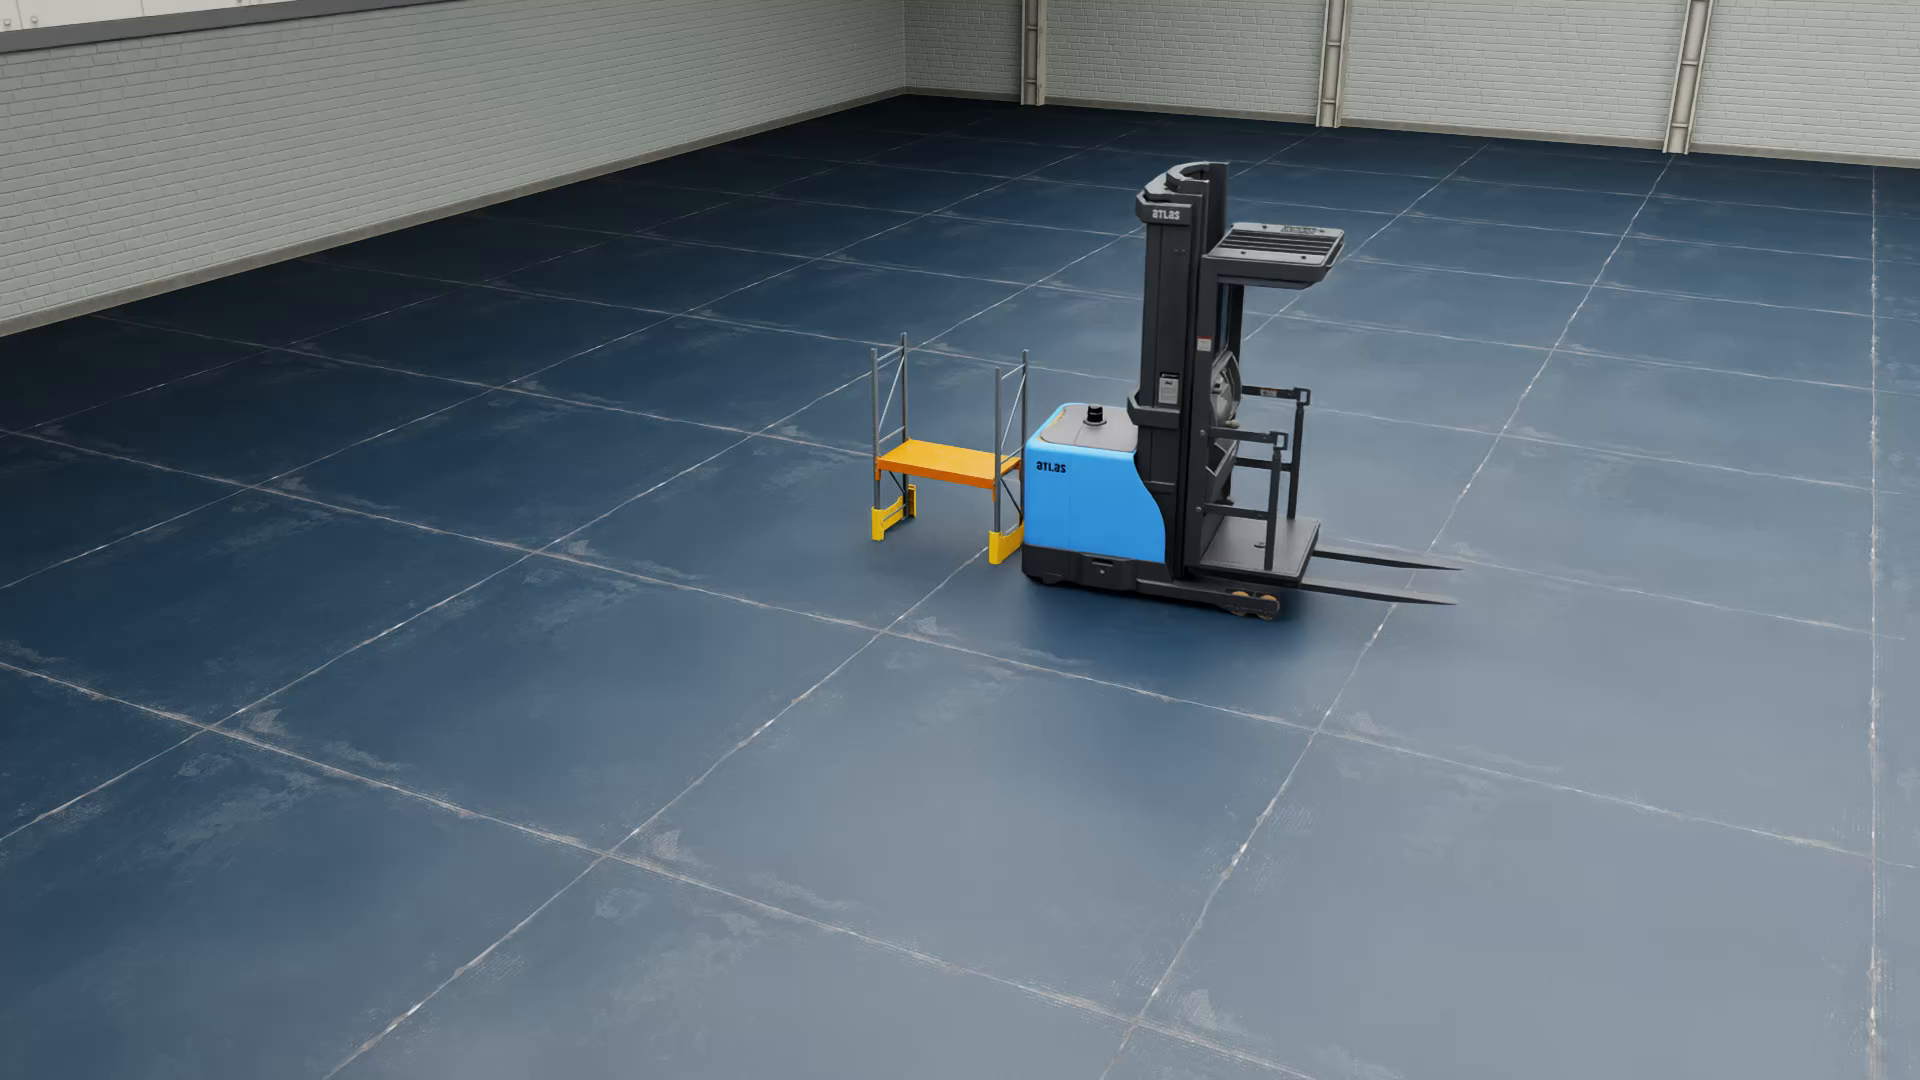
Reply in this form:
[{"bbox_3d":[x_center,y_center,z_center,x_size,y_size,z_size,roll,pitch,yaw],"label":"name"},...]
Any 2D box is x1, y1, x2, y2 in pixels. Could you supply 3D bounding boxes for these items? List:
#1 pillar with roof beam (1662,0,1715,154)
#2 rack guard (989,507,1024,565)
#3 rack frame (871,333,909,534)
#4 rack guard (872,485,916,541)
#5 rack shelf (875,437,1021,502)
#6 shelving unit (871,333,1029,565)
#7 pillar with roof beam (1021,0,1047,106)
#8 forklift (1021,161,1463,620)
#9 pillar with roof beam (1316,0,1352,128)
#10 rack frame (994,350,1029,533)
[{"bbox_3d":[10.221,-9.233,22.961,0.400,9.000,9.100,11,25,25],"label":"pillar with roof beam"},{"bbox_3d":[0.376,-0.041,12.526,0.087,0.250,0.587,11,25,25],"label":"rack guard"},{"bbox_3d":[-0.530,-0.795,12.703,0.032,1.500,0.500,11,25,25],"label":"rack frame"},{"bbox_3d":[-0.512,-0.216,12.940,0.087,0.250,0.587,11,25,25],"label":"rack guard"},{"bbox_3d":[-0.076,-0.540,12.562,1.000,0.185,0.538,11,25,25],"label":"rack shelf"},{"bbox_3d":[-0.068,-0.704,12.488,1.083,1.500,0.587,11,25,25],"label":"shelving unit"},{"bbox_3d":[-0.488,-11.352,27.944,0.400,9.000,9.100,11,25,25],"label":"pillar with roof beam"},{"bbox_3d":[2.018,-1.034,11.436,3.031,2.935,1.130,8,24,18],"label":"forklift"},{"bbox_3d":[4.867,-10.292,25.453,0.400,9.000,9.100,11,25,25],"label":"pillar with roof beam"},{"bbox_3d":[0.378,-0.615,12.281,0.032,1.500,0.500,11,25,25],"label":"rack frame"}]
